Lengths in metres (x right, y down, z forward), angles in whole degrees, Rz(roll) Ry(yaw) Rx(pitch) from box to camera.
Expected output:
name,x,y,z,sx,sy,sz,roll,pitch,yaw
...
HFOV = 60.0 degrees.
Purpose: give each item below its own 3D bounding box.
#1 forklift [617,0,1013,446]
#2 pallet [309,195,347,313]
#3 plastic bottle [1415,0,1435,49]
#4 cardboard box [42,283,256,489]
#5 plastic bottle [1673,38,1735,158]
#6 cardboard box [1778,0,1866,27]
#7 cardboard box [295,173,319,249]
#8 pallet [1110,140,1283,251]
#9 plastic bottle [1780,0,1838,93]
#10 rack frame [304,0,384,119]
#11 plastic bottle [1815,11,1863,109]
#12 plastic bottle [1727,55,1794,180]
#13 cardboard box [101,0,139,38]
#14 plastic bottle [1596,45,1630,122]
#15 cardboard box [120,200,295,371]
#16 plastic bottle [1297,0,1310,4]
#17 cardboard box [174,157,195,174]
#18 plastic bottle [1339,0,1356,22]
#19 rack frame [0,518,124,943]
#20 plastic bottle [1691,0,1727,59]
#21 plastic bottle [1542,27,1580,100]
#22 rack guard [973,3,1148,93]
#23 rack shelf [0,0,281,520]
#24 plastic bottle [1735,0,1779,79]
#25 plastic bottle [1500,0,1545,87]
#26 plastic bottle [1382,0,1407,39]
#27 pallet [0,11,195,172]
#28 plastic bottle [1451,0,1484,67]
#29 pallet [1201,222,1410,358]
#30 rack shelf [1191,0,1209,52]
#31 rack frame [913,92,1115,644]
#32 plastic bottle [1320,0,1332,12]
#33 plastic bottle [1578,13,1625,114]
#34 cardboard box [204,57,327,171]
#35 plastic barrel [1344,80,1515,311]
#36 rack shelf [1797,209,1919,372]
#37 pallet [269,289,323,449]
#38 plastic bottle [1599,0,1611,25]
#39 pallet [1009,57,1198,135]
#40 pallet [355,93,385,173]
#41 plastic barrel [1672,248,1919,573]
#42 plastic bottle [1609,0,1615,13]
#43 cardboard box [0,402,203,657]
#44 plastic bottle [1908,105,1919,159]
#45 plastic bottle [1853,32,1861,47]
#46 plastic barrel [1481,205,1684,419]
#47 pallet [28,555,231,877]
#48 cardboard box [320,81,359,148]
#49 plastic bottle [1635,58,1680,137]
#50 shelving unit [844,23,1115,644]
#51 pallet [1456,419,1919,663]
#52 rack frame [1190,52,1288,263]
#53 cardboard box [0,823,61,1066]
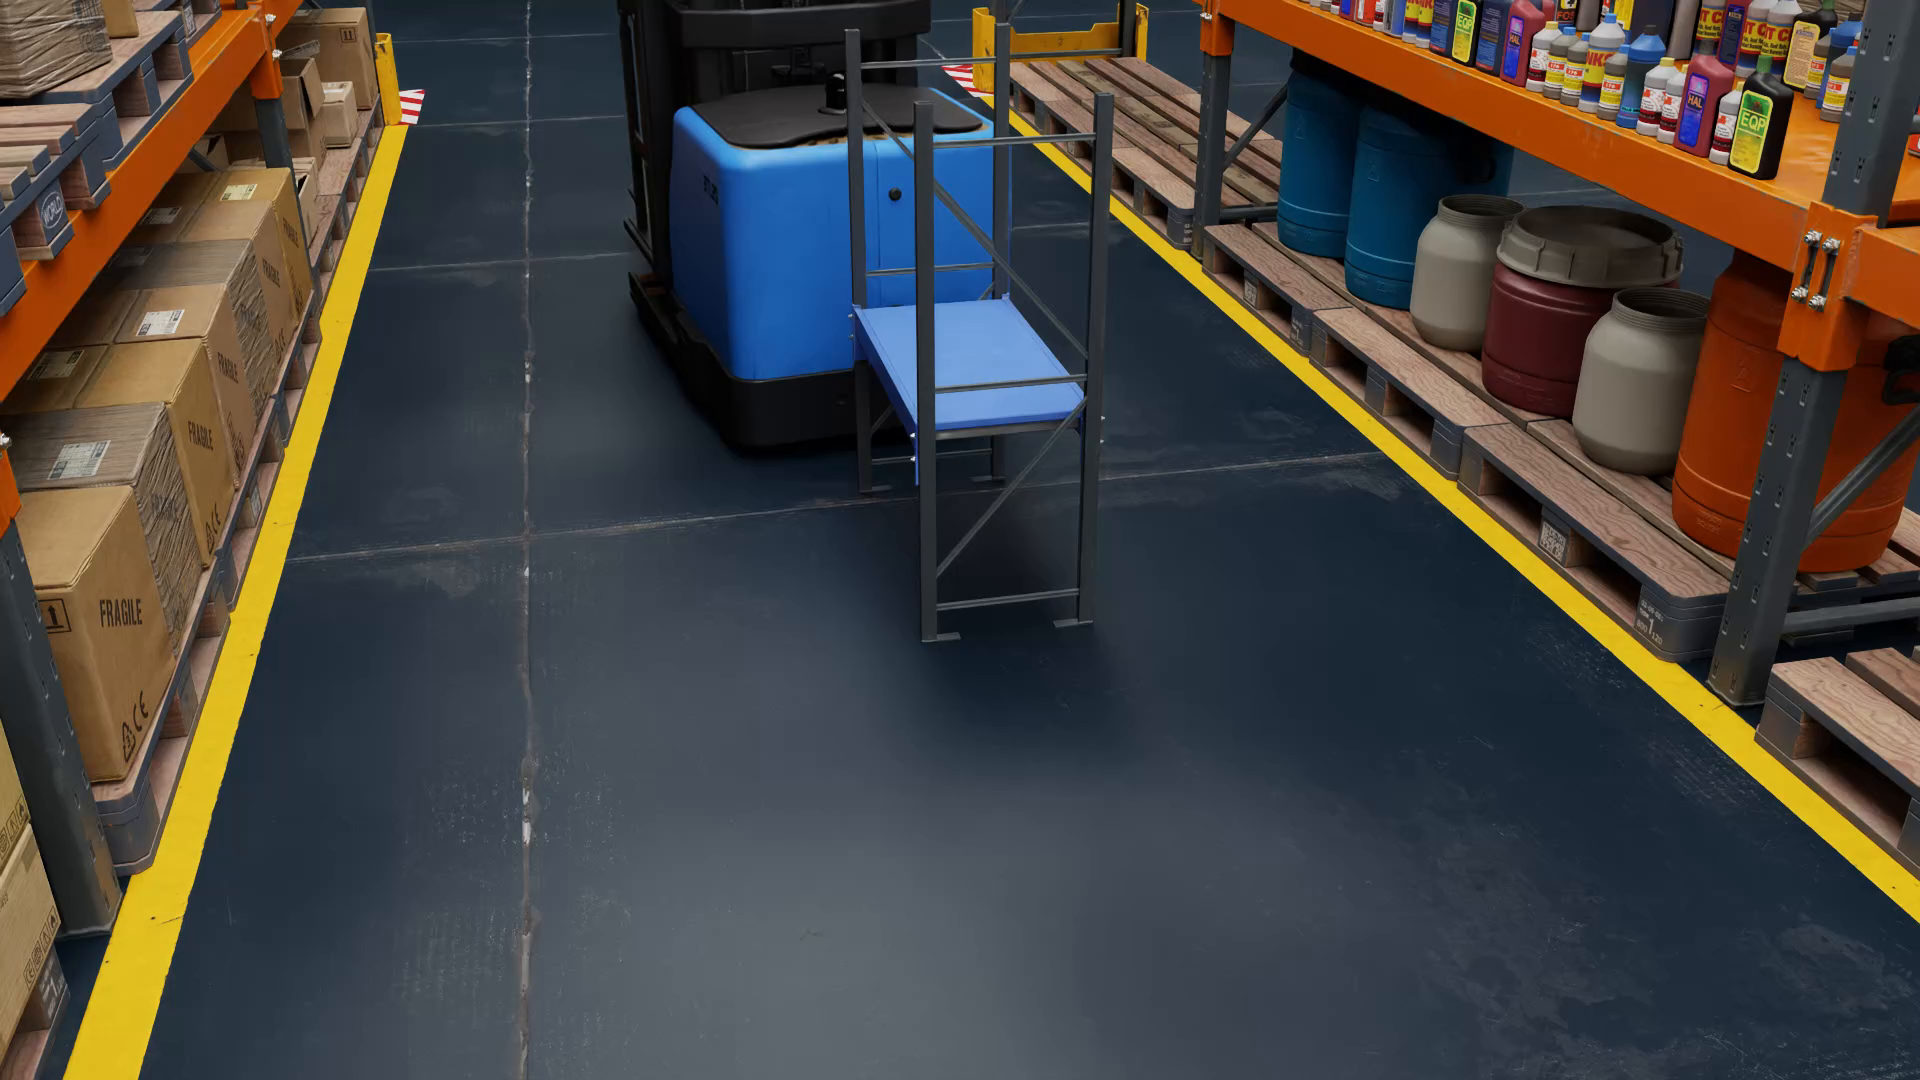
name,x,y,z,sx,sy,sz,roll,pitch,yaw
forklift,-0.792,-2.274,6.502,1.130,2.935,3.031,-9,28,-18
pallet,-3.379,-1.281,7.554,1.003,0.211,1.213,-6,27,-12
plastic bottle,1.617,-1.822,5.673,0.097,0.271,0.097,0,27,0
cardboard box,-2.502,-0.456,5.111,0.500,0.500,0.500,-7,28,-13
plastic bottle,1.945,-1.153,4.335,0.061,0.283,0.133,-6,27,-12
cardboard box,5.953,-3.551,10.849,0.875,0.875,0.875,-6,27,-12
cardboard box,-3.109,-1.427,7.243,0.500,0.311,0.500,-6,27,-12
pallet,1.398,-1.800,8.581,1.003,0.211,1.213,-6,27,-12
plastic bottle,2.579,-1.508,5.039,0.061,0.283,0.133,-6,27,-12
rack frame,-4.126,-3.980,9.807,1.000,3.000,0.127,-6,27,-12
plastic bottle,2.558,-1.386,4.809,0.097,0.271,0.097,0,27,0
plastic bottle,1.997,-1.052,4.135,0.061,0.283,0.133,-6,27,-12
cardboard box,-2.766,-1.687,4.687,0.700,0.500,0.500,-13,30,-25
plastic bottle,1.871,-1.297,4.712,0.097,0.201,0.097,0,27,0
cardboard box,-2.731,-0.899,5.989,0.500,0.500,0.500,-6,27,-11
plastic bottle,1.418,-2.268,6.552,0.152,0.276,0.135,-6,27,-12
cardboard box,-3.630,-1.526,7.231,0.500,0.500,0.500,-6,27,-12
plastic bottle,1.469,-2.079,6.170,0.061,0.283,0.133,-6,27,-12
rack frame,-2.323,-0.468,2.849,1.000,3.000,0.127,-6,27,-12
plastic bottle,2.461,-1.696,5.423,0.097,0.271,0.097,0,27,0
plastic bottle,1.805,-1.425,4.966,0.097,0.201,0.097,0,27,0
rack guard,0.682,-3.375,11.382,1.175,0.500,0.348,-6,27,-12
rack shelf,-2.774,-1.025,4.751,1.077,0.370,4.000,-6,27,-12
plastic bottle,2.513,-1.594,5.223,0.097,0.271,0.097,0,27,0
plastic bottle,1.739,-1.554,5.129,0.061,0.283,0.133,-6,27,-12
plastic bottle,1.596,-1.920,5.863,0.152,0.276,0.135,-6,27,-12
pallet,-2.766,-1.236,4.583,1.003,0.211,1.213,-6,27,-12
plastic bottle,1.667,-1.693,5.405,0.061,0.283,0.133,-6,27,-12
pallet,1.735,-1.138,7.270,1.003,0.211,1.213,-6,27,-12
rack shelf,1.151,-3.283,9.223,1.077,0.370,4.000,-6,27,-12
rack frame,0.134,-0.409,4.396,0.500,1.500,0.032,-6,27,-12
plastic bottle,1.439,-2.138,6.377,0.097,0.201,0.097,0,27,0
plastic bottle,1.849,-1.371,4.781,0.097,0.271,0.097,0,27,0
cardboard box,-3.653,-2.131,8.424,0.797,0.503,0.637,-6,27,-12
plastic barrel,1.868,-1.425,6.607,0.600,0.901,0.708,-6,27,-12
rack shelf,2.954,0.229,2.265,1.077,0.370,4.000,-6,27,-12
pallet,-3.005,-0.626,6.256,1.003,0.211,1.213,-6,27,-12
plastic bottle,2.337,-1.906,5.918,0.097,0.201,0.097,0,27,0
pallet,0.849,-2.871,10.704,1.003,0.211,1.213,-6,27,-12
pallet,-3.929,-2.352,9.676,1.003,0.211,1.213,-6,27,-12
plastic barrel,2.377,-0.401,4.659,0.600,0.830,0.708,-6,27,-12
plastic bottle,2.308,-1.873,5.774,0.097,0.271,0.097,0,27,0
cardboard box,-2.271,-0.007,4.221,0.500,0.500,0.500,-7,28,-13
plastic bottle,2.573,-1.122,4.281,0.152,0.276,0.135,-6,27,-12
plastic bottle,2.617,-1.340,4.714,0.152,0.276,0.135,-6,27,-12
plastic barrel,2.122,-0.789,5.695,0.600,0.588,0.708,-6,27,-12
pallet,-2.455,0.445,4.134,1.003,0.211,1.213,-6,27,-12
cardboard box,-3.579,-2.315,9.072,0.500,0.250,0.500,-6,27,-12
plastic bottle,1.914,-1.212,4.542,0.097,0.201,0.097,0,27,0
shelving unit,0.019,-0.632,4.838,0.538,1.500,1.048,-6,27,-12
pallet,2.285,-0.067,5.148,1.003,0.211,1.213,-6,27,-12
rack frame,1.602,-2.726,7.321,1.000,3.000,0.127,-6,27,-12
cardboard box,-1.967,0.778,2.965,0.500,0.250,0.500,-5,27,-10
